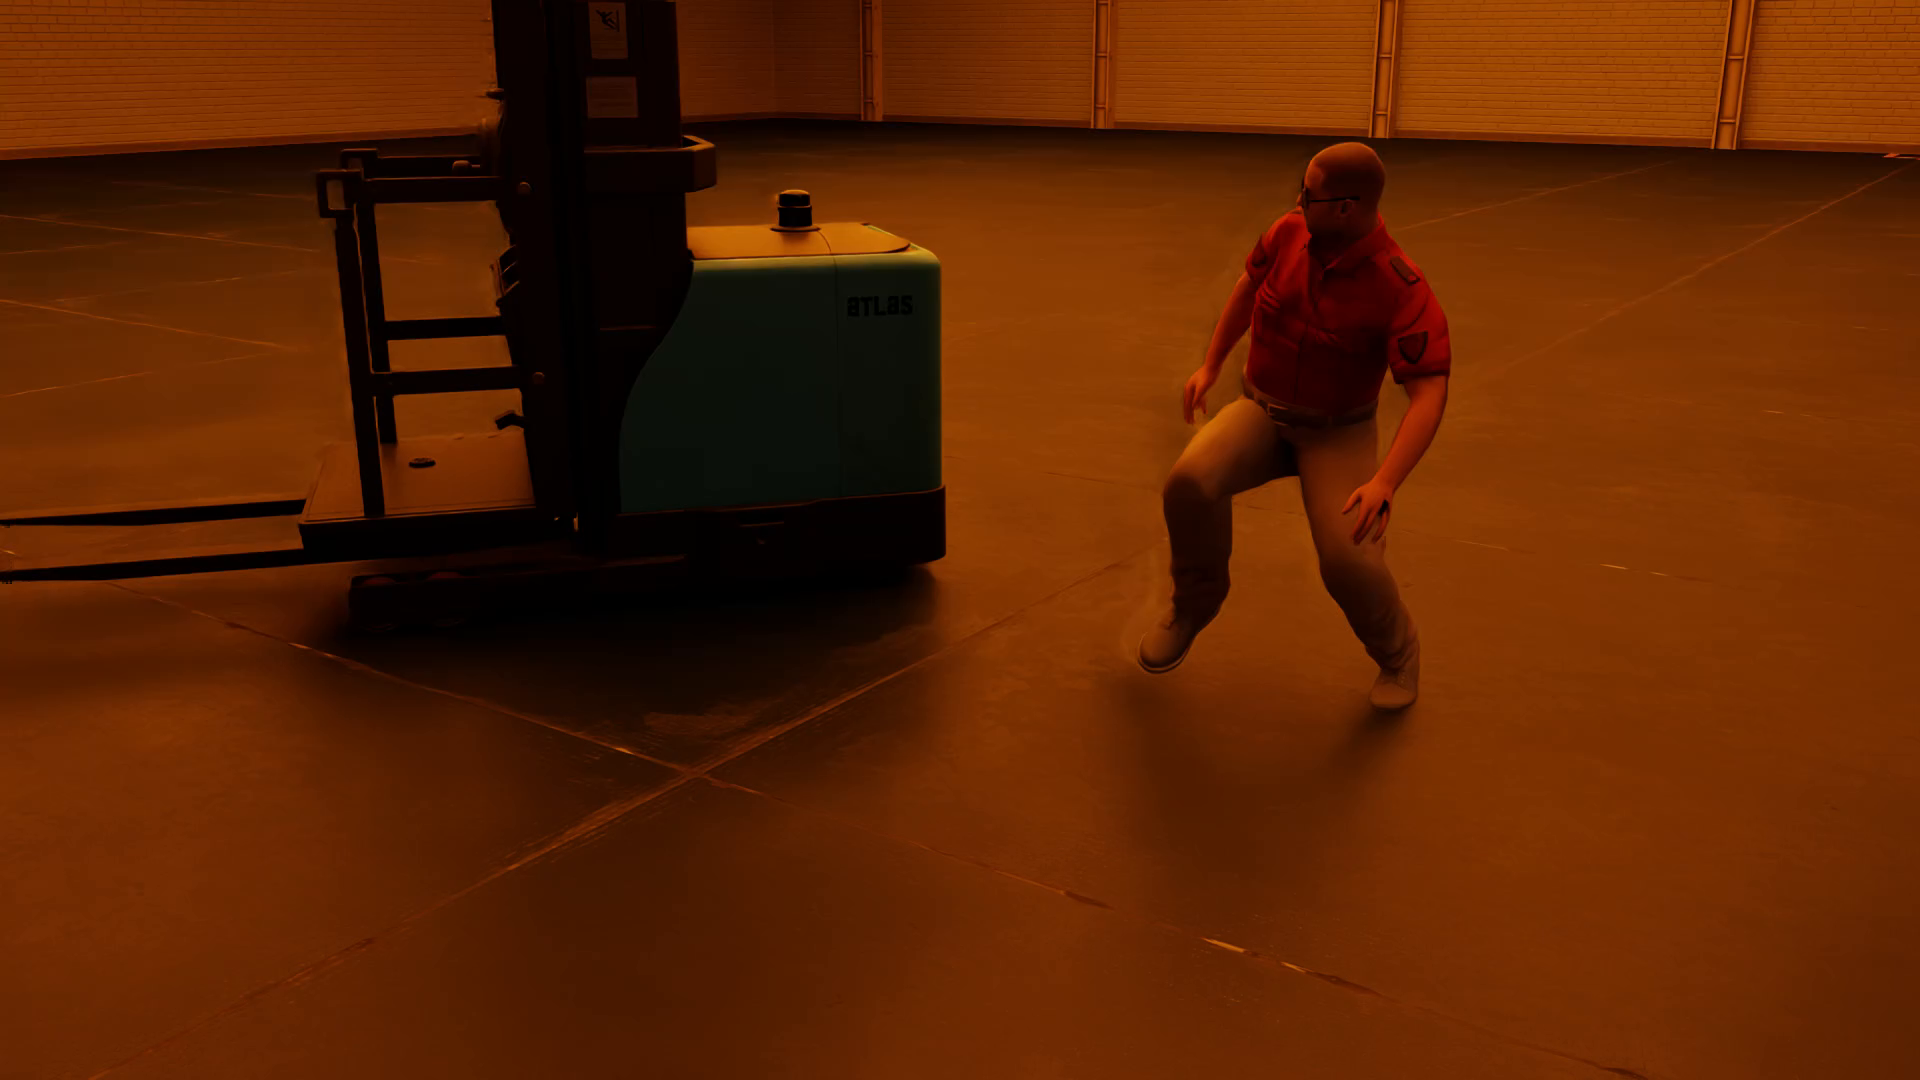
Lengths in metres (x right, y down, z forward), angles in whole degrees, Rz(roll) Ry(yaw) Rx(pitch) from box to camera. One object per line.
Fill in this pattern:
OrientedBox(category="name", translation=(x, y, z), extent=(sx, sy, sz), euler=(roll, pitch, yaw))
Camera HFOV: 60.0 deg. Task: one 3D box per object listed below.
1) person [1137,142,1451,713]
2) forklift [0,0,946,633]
OrientedBox(category="person", translation=(0.885, -0.291, 4.414), extent=(0.801, 1.502, 0.679), euler=(10, 19, 30))
OrientedBox(category="forklift", translation=(-1.623, -1.293, 5.156), extent=(3.031, 2.935, 1.130), euler=(-5, 17, -15))
